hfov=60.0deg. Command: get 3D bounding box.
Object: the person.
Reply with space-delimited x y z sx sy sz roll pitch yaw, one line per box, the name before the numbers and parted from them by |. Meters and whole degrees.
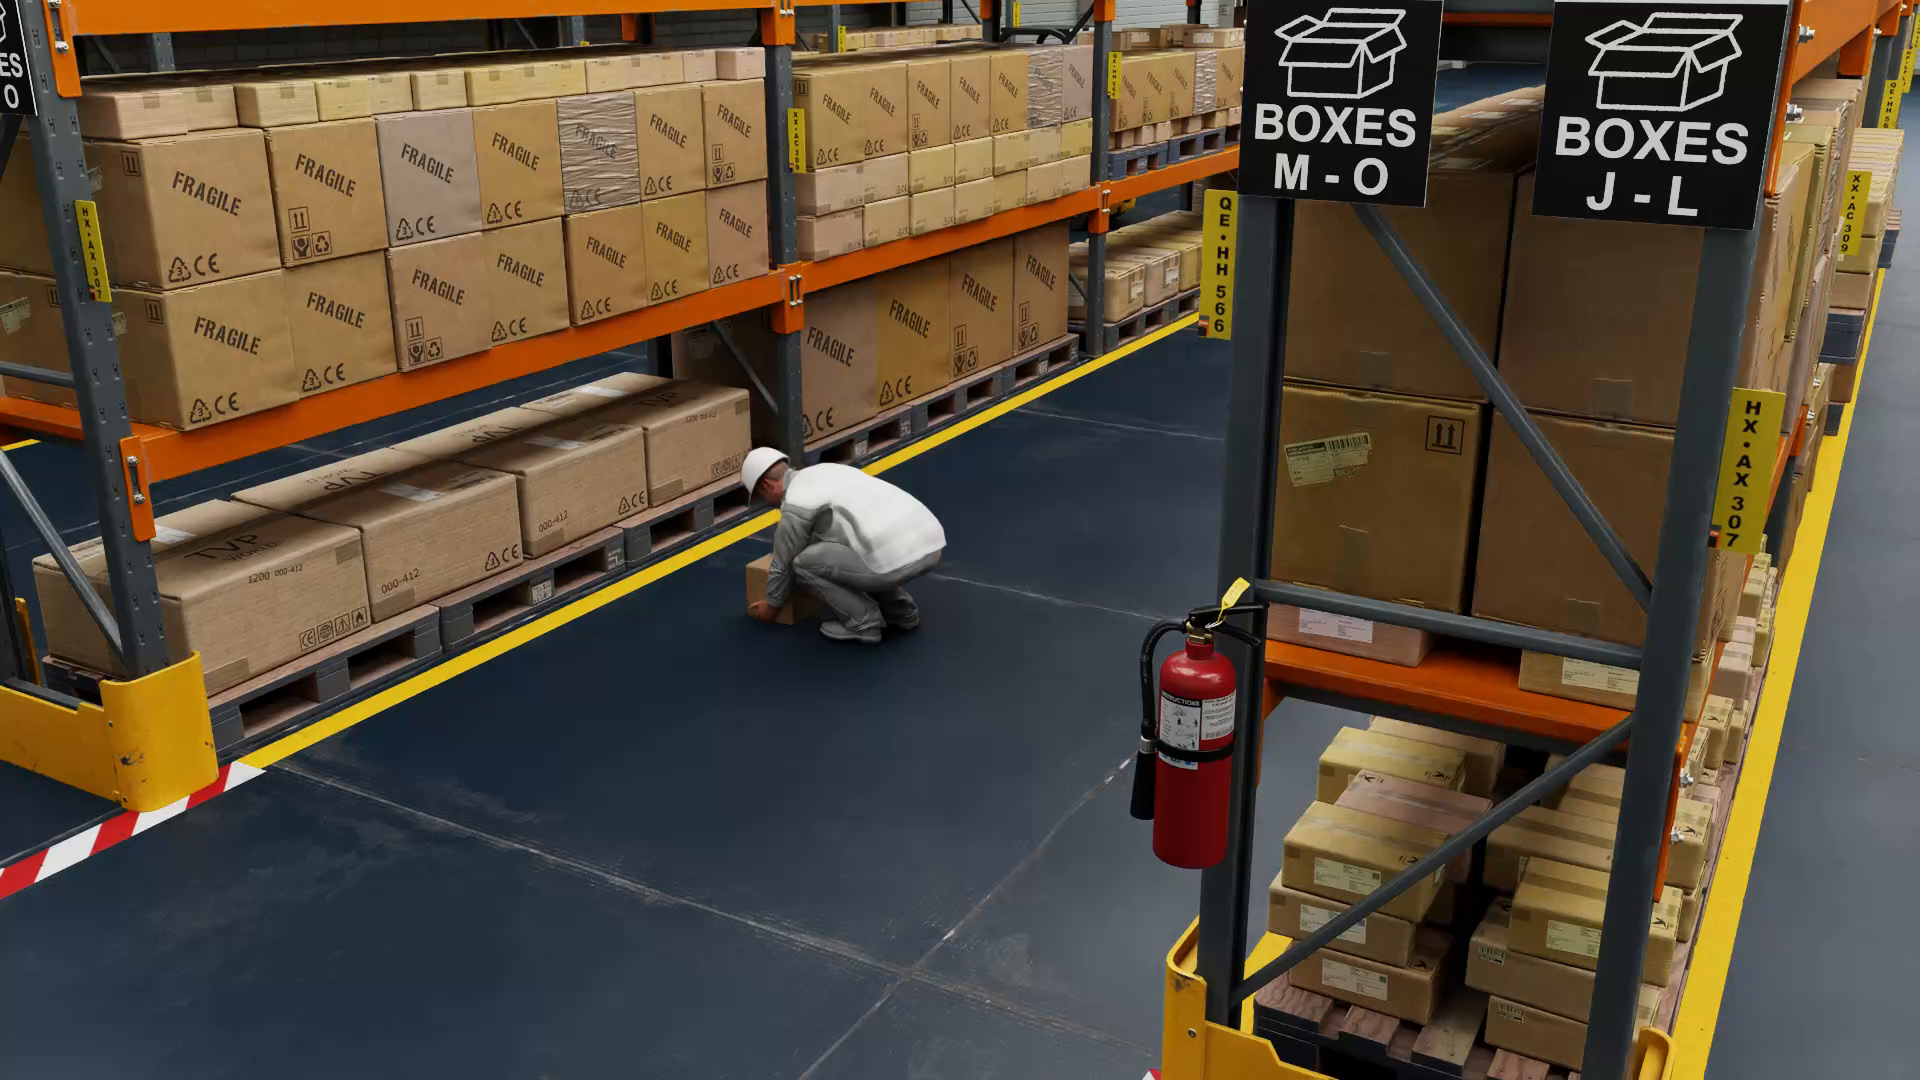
person | -0.539 0.037 7.477 0.945 0.858 0.519 10 22 27
